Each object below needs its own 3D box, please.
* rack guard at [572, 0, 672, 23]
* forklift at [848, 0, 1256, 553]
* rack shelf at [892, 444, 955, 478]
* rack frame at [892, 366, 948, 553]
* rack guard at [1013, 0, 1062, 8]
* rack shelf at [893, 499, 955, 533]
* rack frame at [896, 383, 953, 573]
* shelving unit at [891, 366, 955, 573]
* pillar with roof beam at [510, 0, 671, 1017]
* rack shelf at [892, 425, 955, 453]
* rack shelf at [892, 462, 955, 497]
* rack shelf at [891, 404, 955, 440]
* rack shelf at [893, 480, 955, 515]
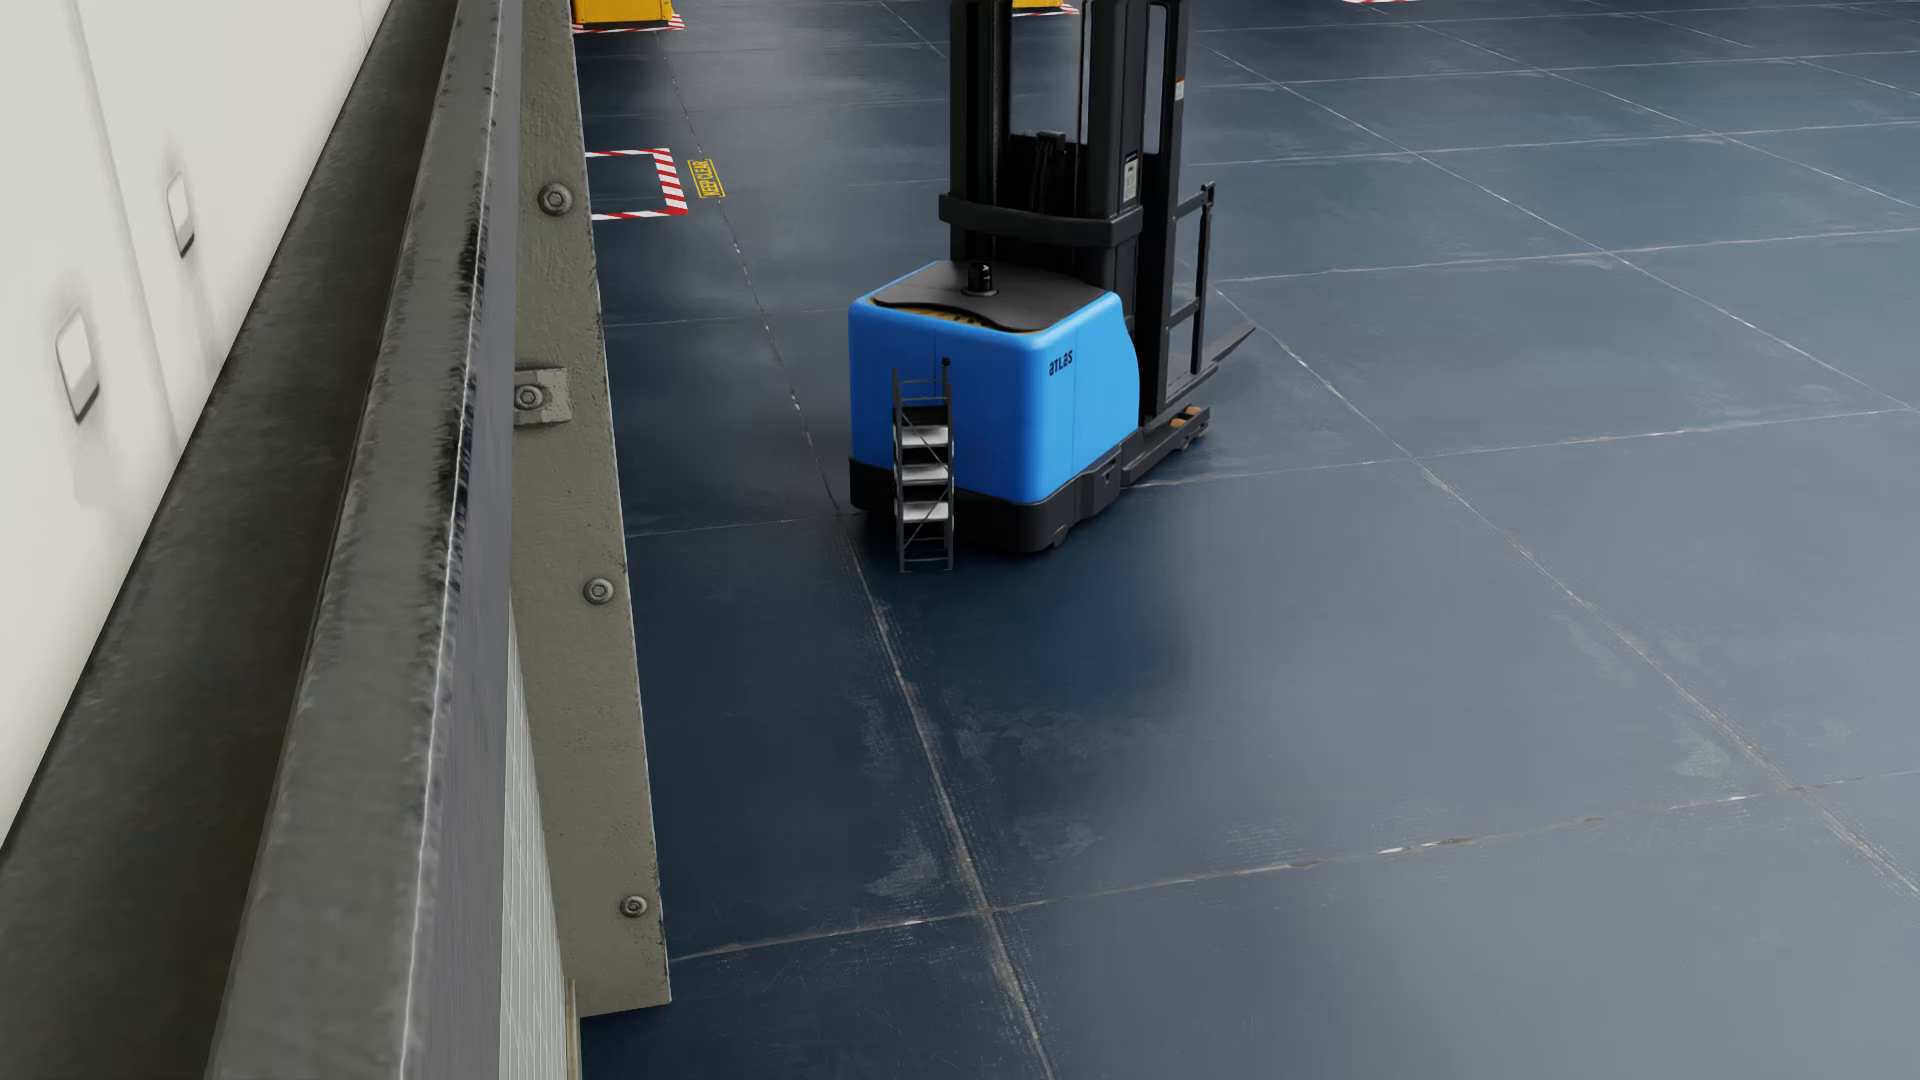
[{"bbox_3d":[-4.135,-6.620,20.311,1.175,0.500,0.348,-6,27,-12],"label":"rack guard"},{"bbox_3d":[0.670,-1.874,8.210,1.130,2.935,3.031,15,31,28],"label":"forklift"},{"bbox_3d":[-0.163,-0.355,7.329,0.258,0.077,0.200,-3,27,-6],"label":"rack shelf"},{"bbox_3d":[-0.174,-0.350,7.445,0.240,0.900,0.006,-3,27,-6],"label":"rack frame"},{"bbox_3d":[0.713,-7.081,21.224,1.175,0.500,0.348,-6,27,-12],"label":"rack guard"},{"bbox_3d":[-0.163,-0.114,7.450,0.258,0.077,0.200,-3,27,-6],"label":"rack shelf"},{"bbox_3d":[-0.152,-0.259,7.264,0.240,0.900,0.006,-3,27,-6],"label":"rack frame"},{"bbox_3d":[-0.163,-0.305,7.354,0.258,0.900,0.210,-3,27,-6],"label":"shelving unit"},{"bbox_3d":[3.132,-3.135,3.975,9.100,9.000,0.400,-6,27,-12],"label":"pillar with roof beam"},{"bbox_3d":[-0.163,-0.435,7.288,0.258,0.077,0.200,-3,27,-6],"label":"rack shelf"},{"bbox_3d":[-0.163,-0.275,7.369,0.258,0.077,0.200,-3,27,-6],"label":"rack shelf"},{"bbox_3d":[-0.163,-0.516,7.248,0.258,0.077,0.200,-3,27,-6],"label":"rack shelf"},{"bbox_3d":[-0.163,-0.194,7.410,0.258,0.077,0.200,-3,27,-6],"label":"rack shelf"}]
